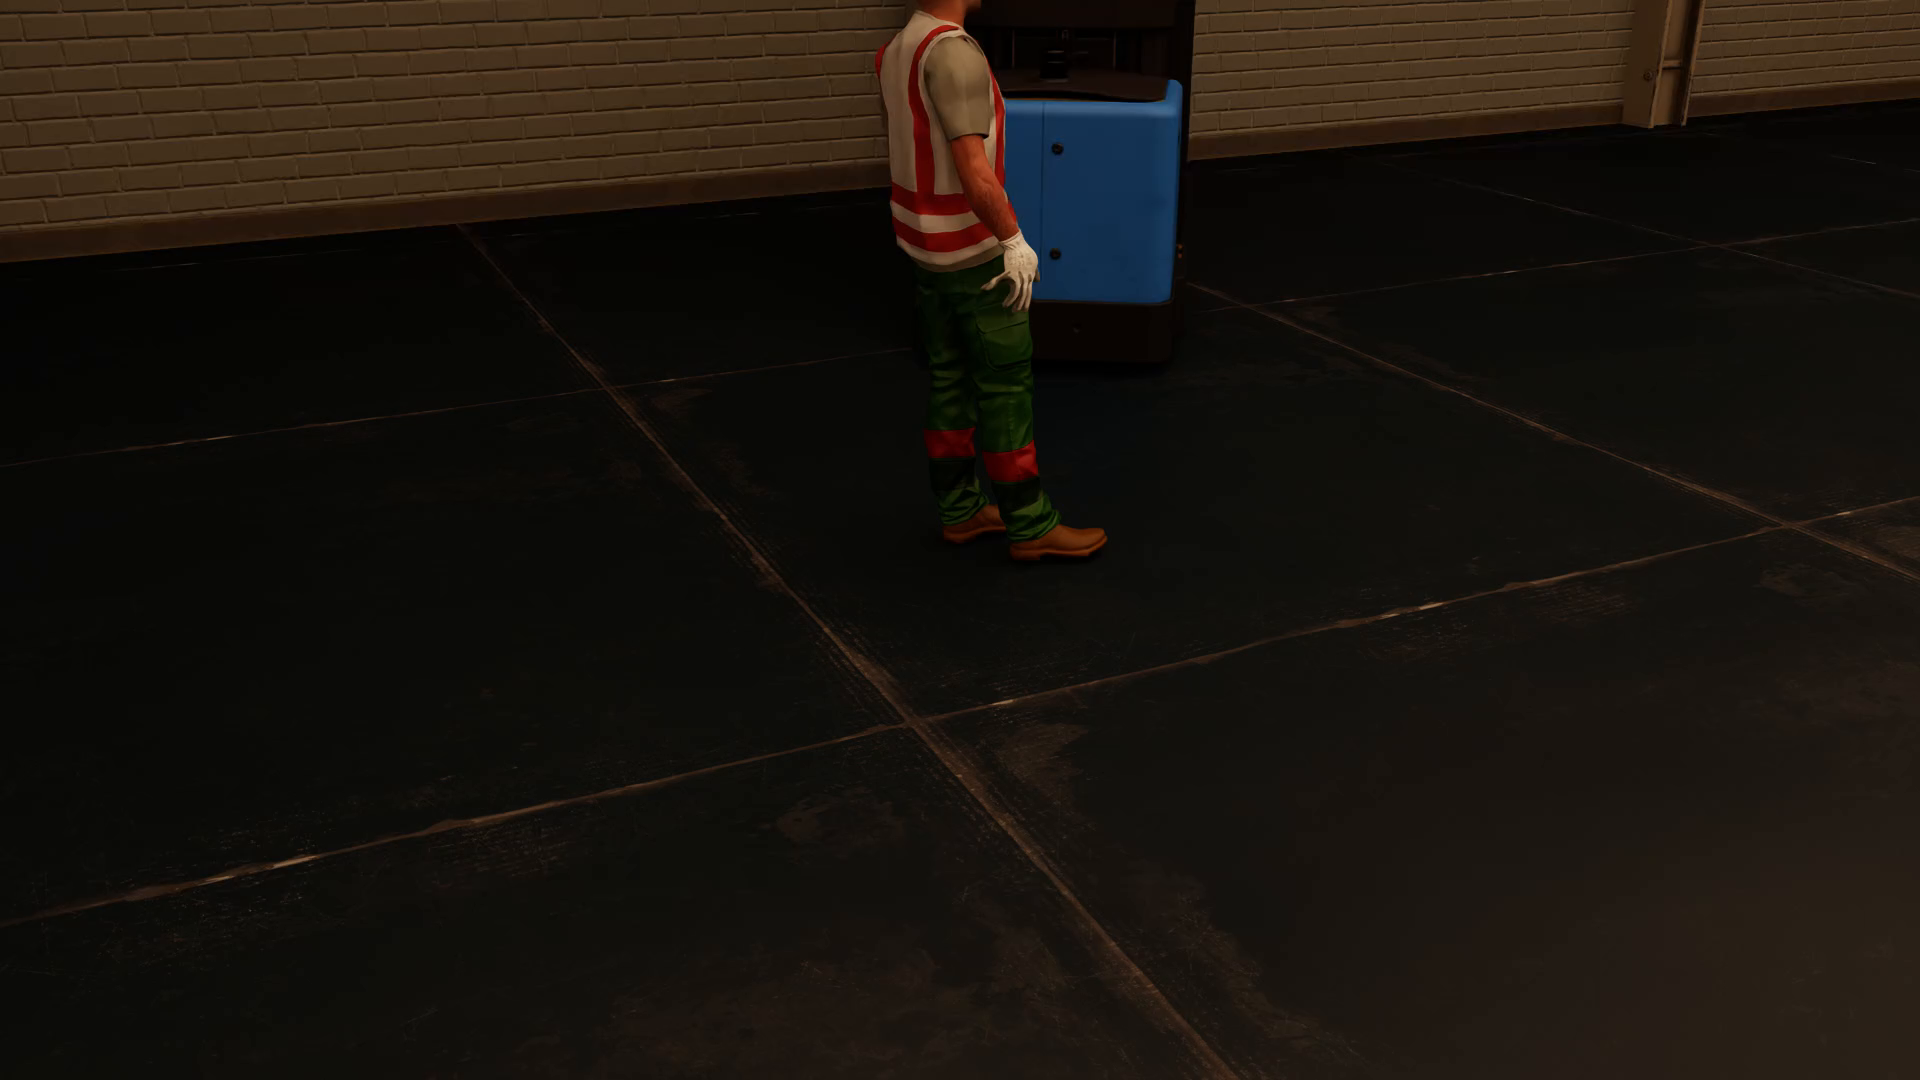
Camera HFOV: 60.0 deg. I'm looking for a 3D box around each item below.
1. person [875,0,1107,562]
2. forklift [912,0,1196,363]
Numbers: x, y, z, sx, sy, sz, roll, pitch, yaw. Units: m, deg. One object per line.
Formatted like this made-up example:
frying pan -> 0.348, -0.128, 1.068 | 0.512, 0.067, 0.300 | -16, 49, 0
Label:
person -> 0.078, -0.842, 4.784 | 0.562, 1.789, 0.638 | -10, 25, -23
forklift -> 0.527, -2.586, 7.510 | 1.130, 2.935, 3.031 | 3, 23, 7
